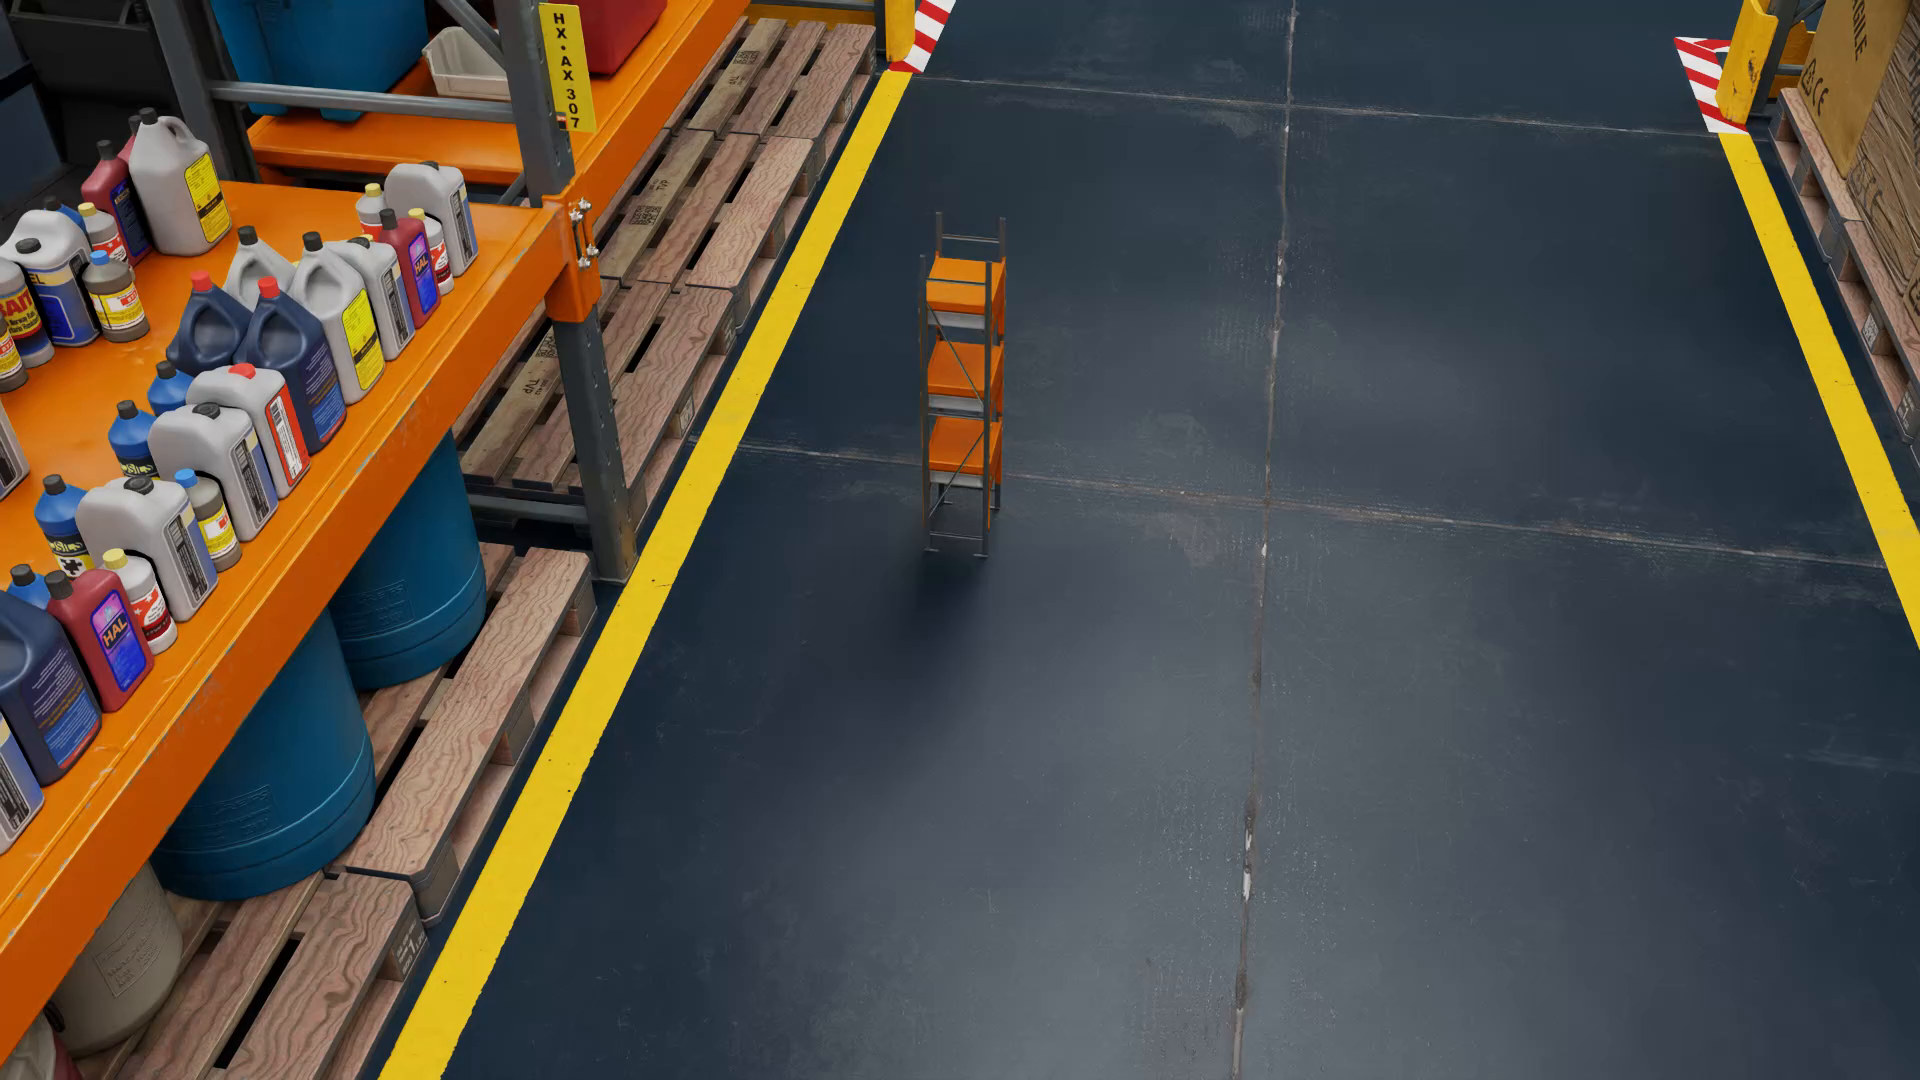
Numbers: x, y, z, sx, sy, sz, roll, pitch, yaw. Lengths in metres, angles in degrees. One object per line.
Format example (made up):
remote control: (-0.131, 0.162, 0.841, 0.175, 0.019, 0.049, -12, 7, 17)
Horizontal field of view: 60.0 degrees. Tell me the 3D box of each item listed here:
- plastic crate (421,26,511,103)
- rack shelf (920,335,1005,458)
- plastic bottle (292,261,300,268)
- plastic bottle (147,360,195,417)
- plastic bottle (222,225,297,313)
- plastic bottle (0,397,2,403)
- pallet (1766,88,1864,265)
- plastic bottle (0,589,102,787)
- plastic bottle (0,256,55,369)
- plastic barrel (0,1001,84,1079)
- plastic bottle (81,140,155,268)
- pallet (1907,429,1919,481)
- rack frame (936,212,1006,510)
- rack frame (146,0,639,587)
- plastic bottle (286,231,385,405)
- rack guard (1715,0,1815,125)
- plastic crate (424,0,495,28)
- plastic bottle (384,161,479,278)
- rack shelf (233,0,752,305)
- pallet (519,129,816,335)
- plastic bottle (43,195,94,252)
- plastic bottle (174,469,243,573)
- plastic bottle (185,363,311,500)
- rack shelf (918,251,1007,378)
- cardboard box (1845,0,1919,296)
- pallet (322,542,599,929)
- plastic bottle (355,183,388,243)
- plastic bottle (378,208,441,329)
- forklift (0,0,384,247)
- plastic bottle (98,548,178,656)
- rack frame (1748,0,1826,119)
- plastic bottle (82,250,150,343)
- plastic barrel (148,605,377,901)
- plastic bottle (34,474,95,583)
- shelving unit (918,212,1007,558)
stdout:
plastic crate: (-1.280, -1.306, 4.636, 0.396, 0.136, 0.243, 6, 40, 8)
rack shelf: (0.009, -0.430, 4.963, 0.215, 0.259, 0.240, 6, 40, 8)
plastic bottle: (-1.440, -0.522, 3.683, 0.097, 0.201, 0.097, 0, 40, 0)
plastic bottle: (-1.527, -0.232, 3.278, 0.097, 0.271, 0.097, 0, 40, 0)
plastic bottle: (-1.480, -0.492, 3.530, 0.144, 0.351, 0.185, 6, 40, 8)
plastic bottle: (-2.100, -0.362, 3.489, 0.097, 0.201, 0.097, 0, 40, 0)
pallet: (4.008, -1.487, 6.883, 1.003, 0.211, 1.213, 6, 40, 8)
plastic bottle: (-1.528, 0.215, 2.675, 0.144, 0.351, 0.185, 6, 40, 8)
plastic bottle: (-2.067, -0.511, 3.615, 0.097, 0.271, 0.097, 0, 40, 0)
plastic barrel: (-1.930, 1.152, 3.066, 0.600, 0.588, 0.708, 6, 40, 8)
plastic bottle: (-2.008, -0.796, 3.951, 0.061, 0.283, 0.133, 6, 40, 8)
pallet: (3.586, 0.044, 5.031, 1.003, 0.211, 1.213, 6, 40, 8)
rack frame: (0.030, -0.515, 5.049, 0.200, 1.050, 0.008, 6, 40, 8)
rack frame: (-1.501, -1.108, 4.236, 1.000, 3.000, 0.127, 6, 40, 8)
plastic bottle: (-1.338, -0.476, 3.511, 0.144, 0.351, 0.185, 6, 40, 8)
rack guard: (4.074, -2.124, 7.427, 1.175, 0.500, 0.348, 6, 40, 8)
plastic crate: (-1.572, -1.757, 5.190, 0.437, 0.125, 0.590, 6, 40, 8)
plastic bottle: (-1.251, -0.777, 3.934, 0.152, 0.276, 0.135, 6, 40, 8)
rack shelf: (-1.155, -2.086, 5.984, 1.077, 0.370, 4.000, 6, 40, 8)
pallet: (-1.203, -1.267, 6.617, 1.003, 0.211, 1.213, 6, 40, 8)
plastic bottle: (-2.027, -0.656, 3.791, 0.097, 0.271, 0.097, 0, 40, 0)
plastic bottle: (-1.418, -0.043, 3.103, 0.097, 0.201, 0.097, 0, 40, 0)
plastic bottle: (-1.401, -0.232, 3.274, 0.152, 0.276, 0.135, 6, 40, 8)
rack shelf: (0.009, -0.649, 4.782, 0.215, 0.259, 0.240, 6, 40, 8)
cardboard box: (3.880, -1.434, 5.968, 0.875, 0.875, 0.875, 6, 40, 8)
pallet: (-1.676, 0.446, 4.545, 1.003, 0.211, 1.213, 6, 40, 8)
plastic bottle: (-1.377, -0.751, 3.960, 0.097, 0.201, 0.097, 0, 40, 0)
plastic bottle: (-1.246, -0.630, 3.750, 0.061, 0.283, 0.133, 6, 40, 8)
forklift: (-3.017, -2.111, 5.503, 1.130, 2.935, 3.031, 9, 40, 11)
plastic bottle: (-1.458, 0.103, 2.927, 0.097, 0.201, 0.097, 0, 40, 0)
rack frame: (4.069, -3.072, 6.612, 1.000, 3.000, 0.127, 6, 40, 8)
plastic bottle: (-1.894, -0.552, 3.719, 0.097, 0.201, 0.097, 0, 40, 0)
plastic barrel: (-1.735, 0.323, 3.823, 0.600, 0.901, 0.708, 6, 40, 8)
plastic bottle: (-1.591, -0.002, 2.999, 0.097, 0.271, 0.097, 0, 40, 0)
shelving unit: (0.009, -0.438, 4.956, 0.215, 1.050, 0.252, 6, 40, 8)
